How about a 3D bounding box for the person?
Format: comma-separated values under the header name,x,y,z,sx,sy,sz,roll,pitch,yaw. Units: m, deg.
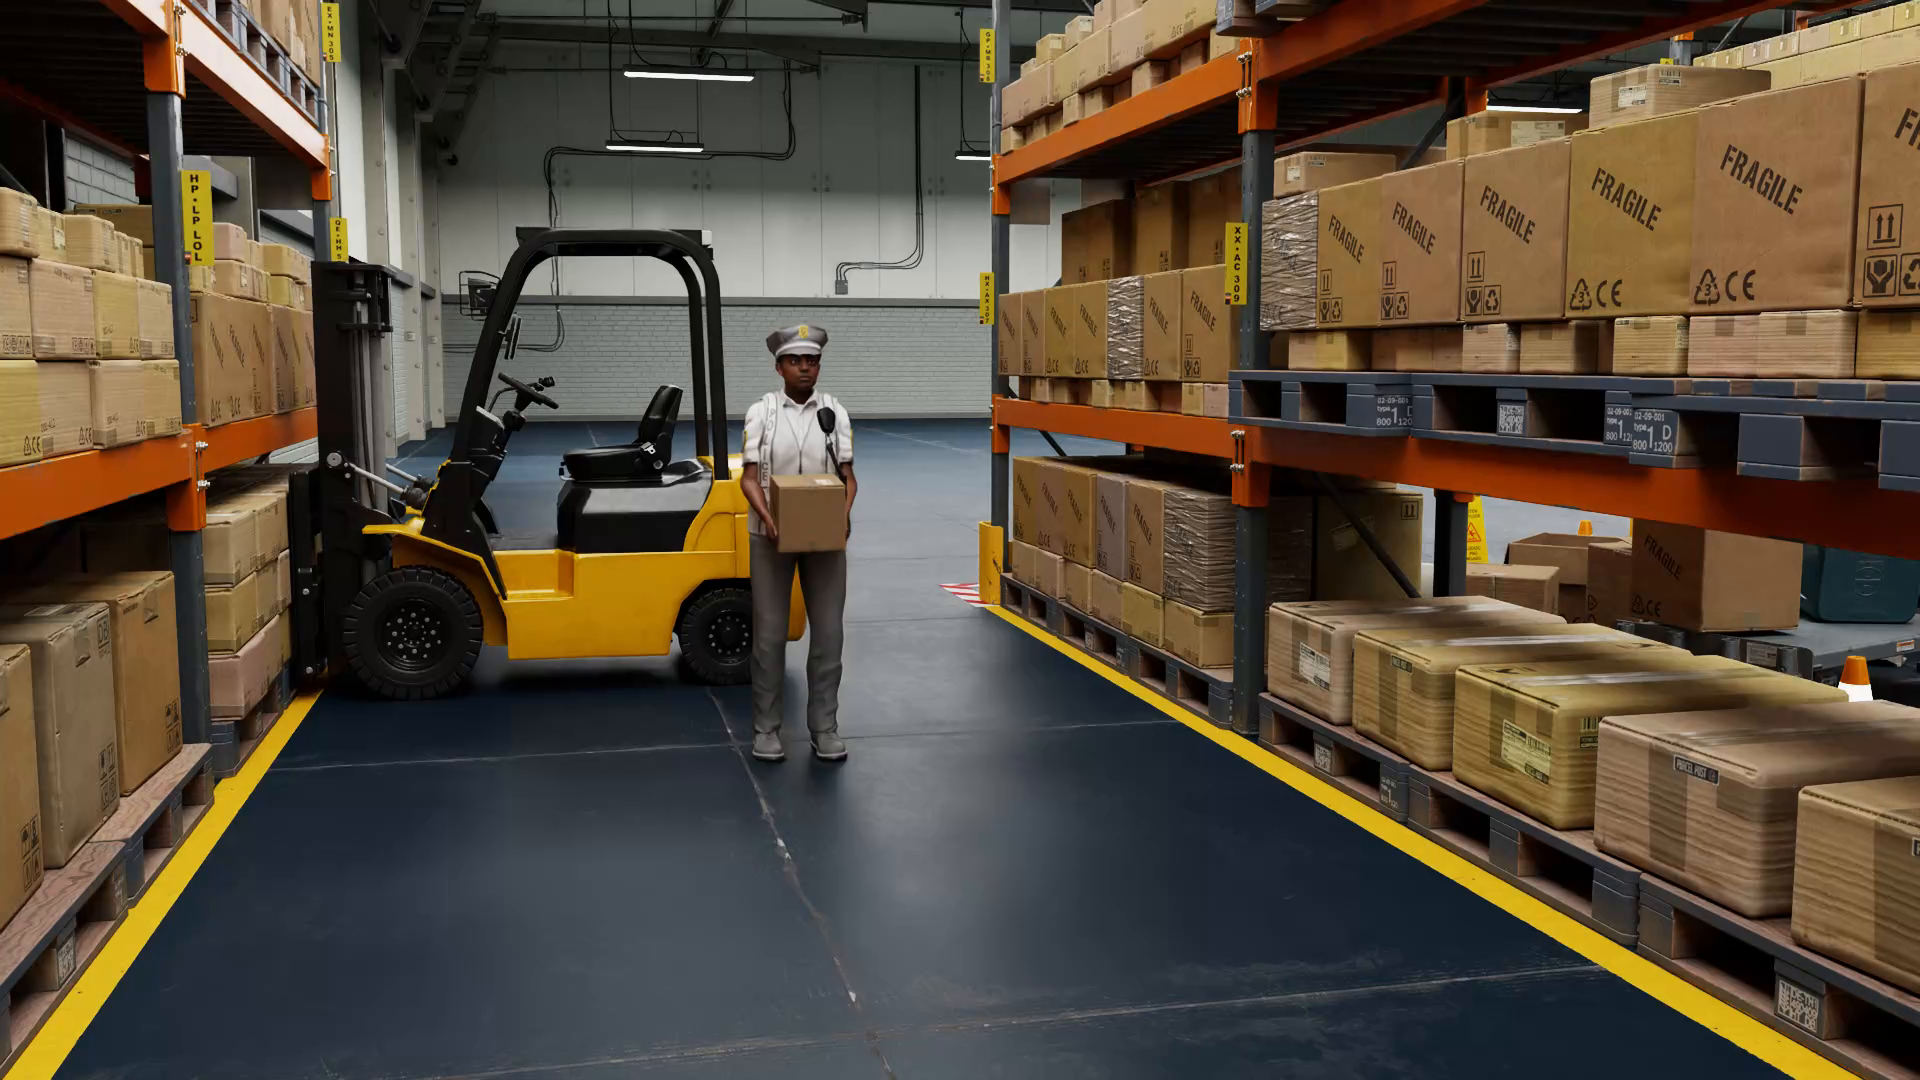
name,x,y,z,sx,sy,sz,roll,pitch,yaw
person,-0.616,0.006,6.475,0.464,1.692,0.507,-2,6,-14
